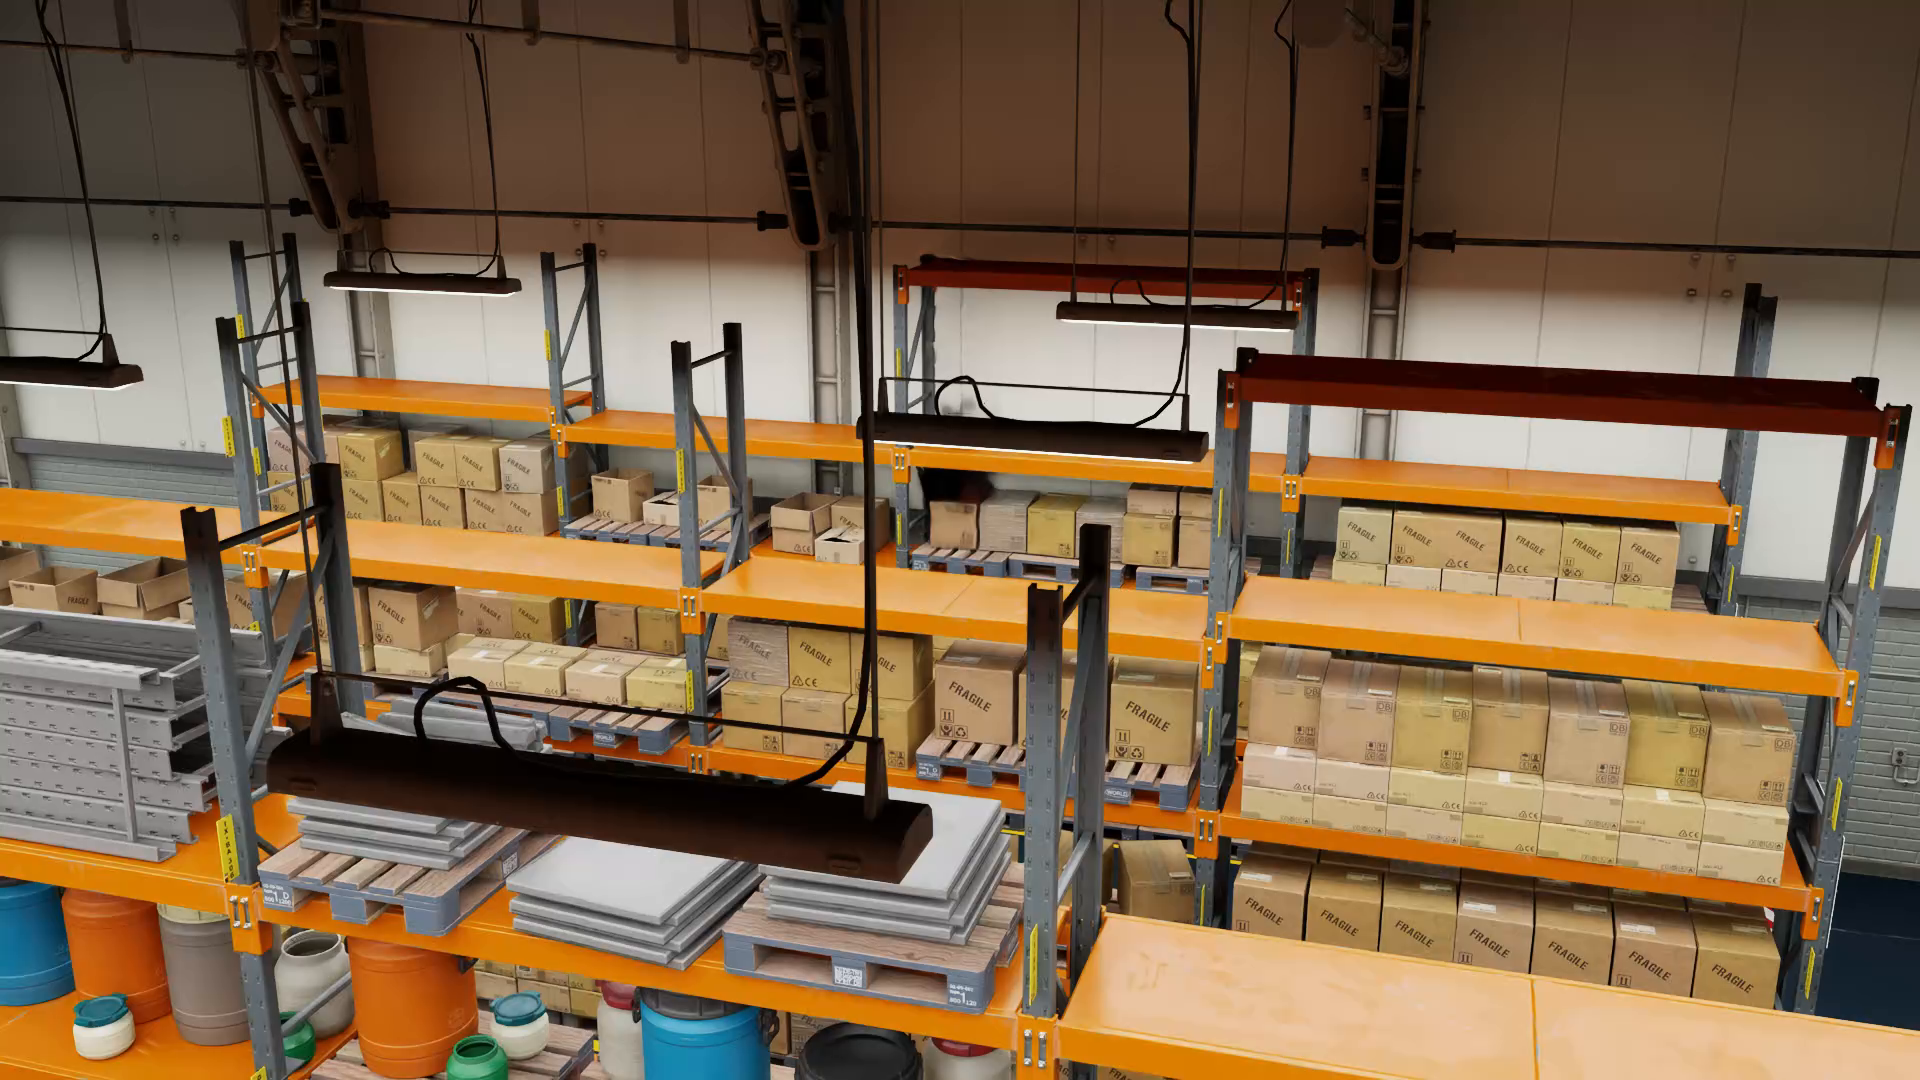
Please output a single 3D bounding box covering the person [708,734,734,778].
[{"bbox_3d":[-2.362,2.706,16.341,0.890,1.713,0.683,3,16,12],"label":"person"}]
